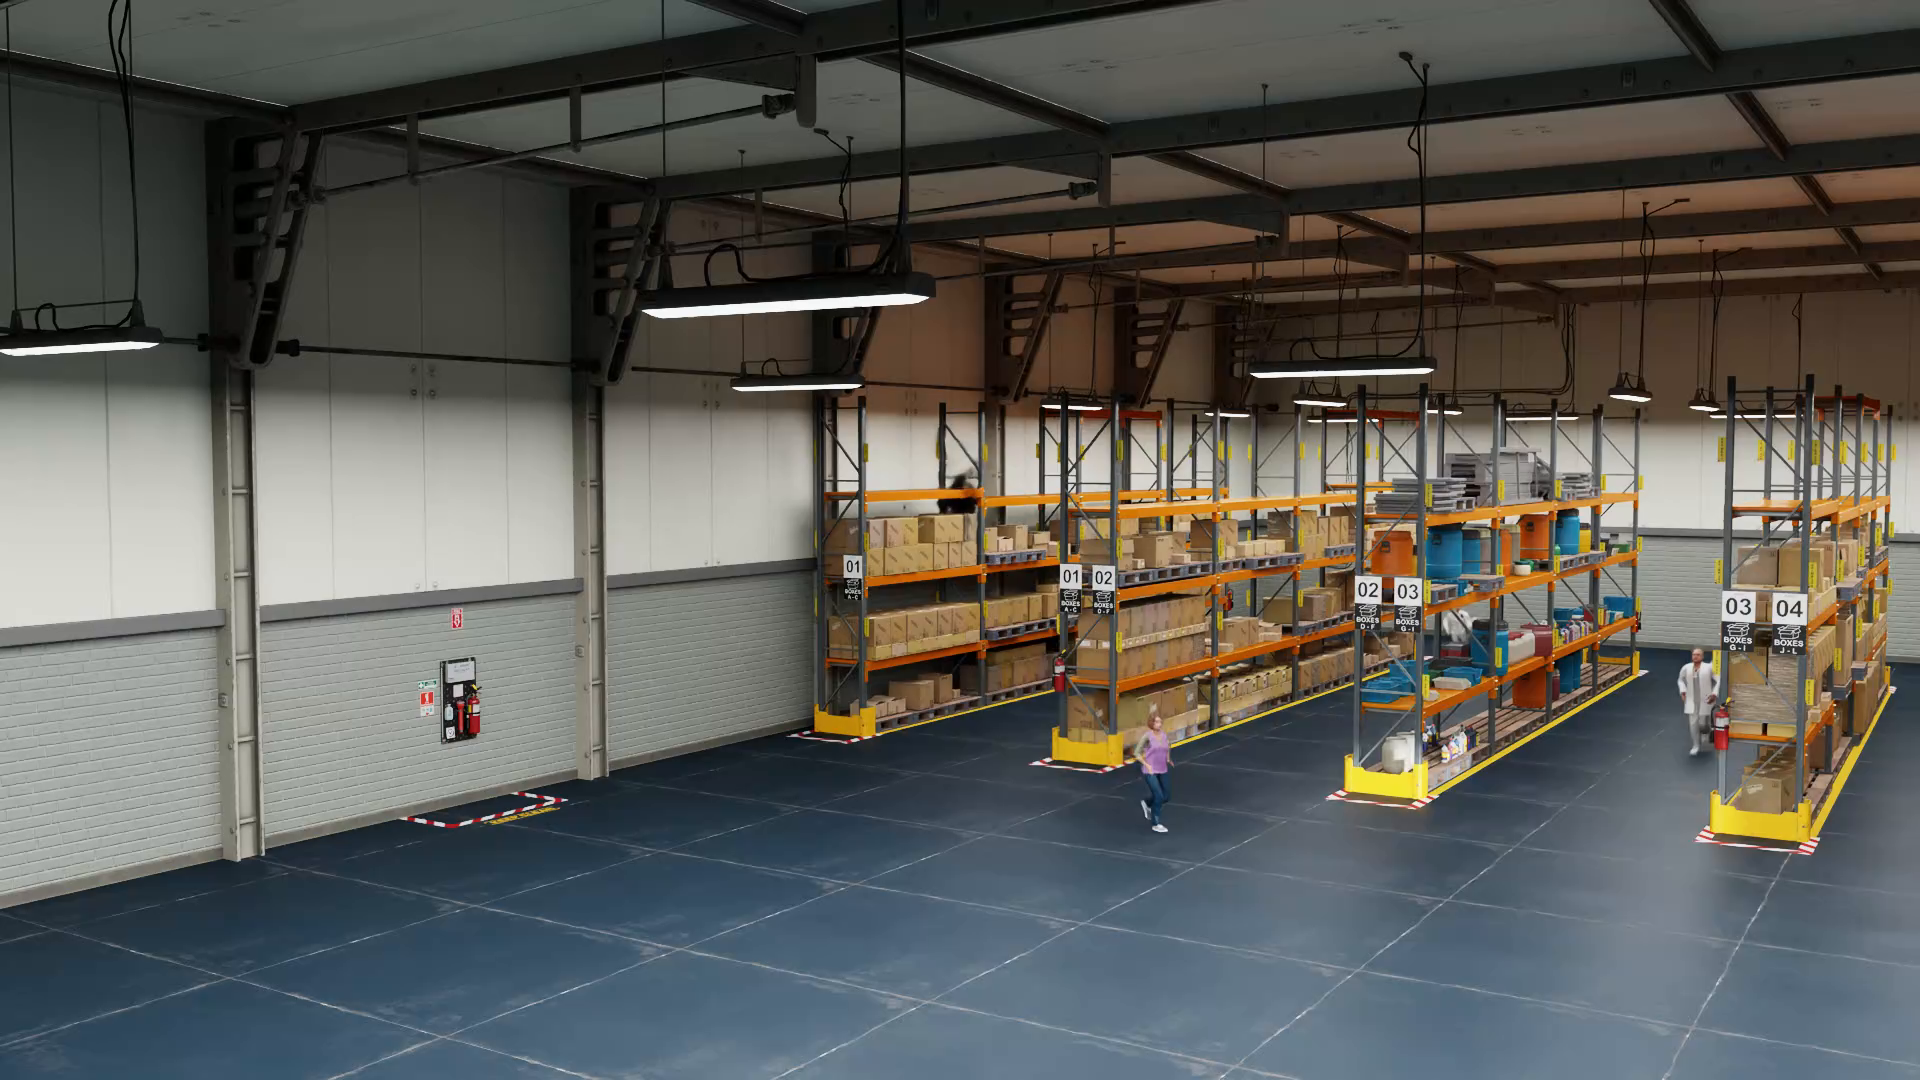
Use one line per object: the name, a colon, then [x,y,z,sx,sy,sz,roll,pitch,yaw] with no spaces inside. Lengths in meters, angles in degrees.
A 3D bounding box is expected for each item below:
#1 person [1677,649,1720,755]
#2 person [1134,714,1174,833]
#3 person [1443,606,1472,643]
person: [12.334,2.682,27.715,0.712,1.757,0.716,2,4,38]
person: [2.551,3.068,21.999,0.529,1.556,0.602,-2,3,-30]
person: [11.387,2.167,38.103,0.661,1.660,0.701,1,3,22]
